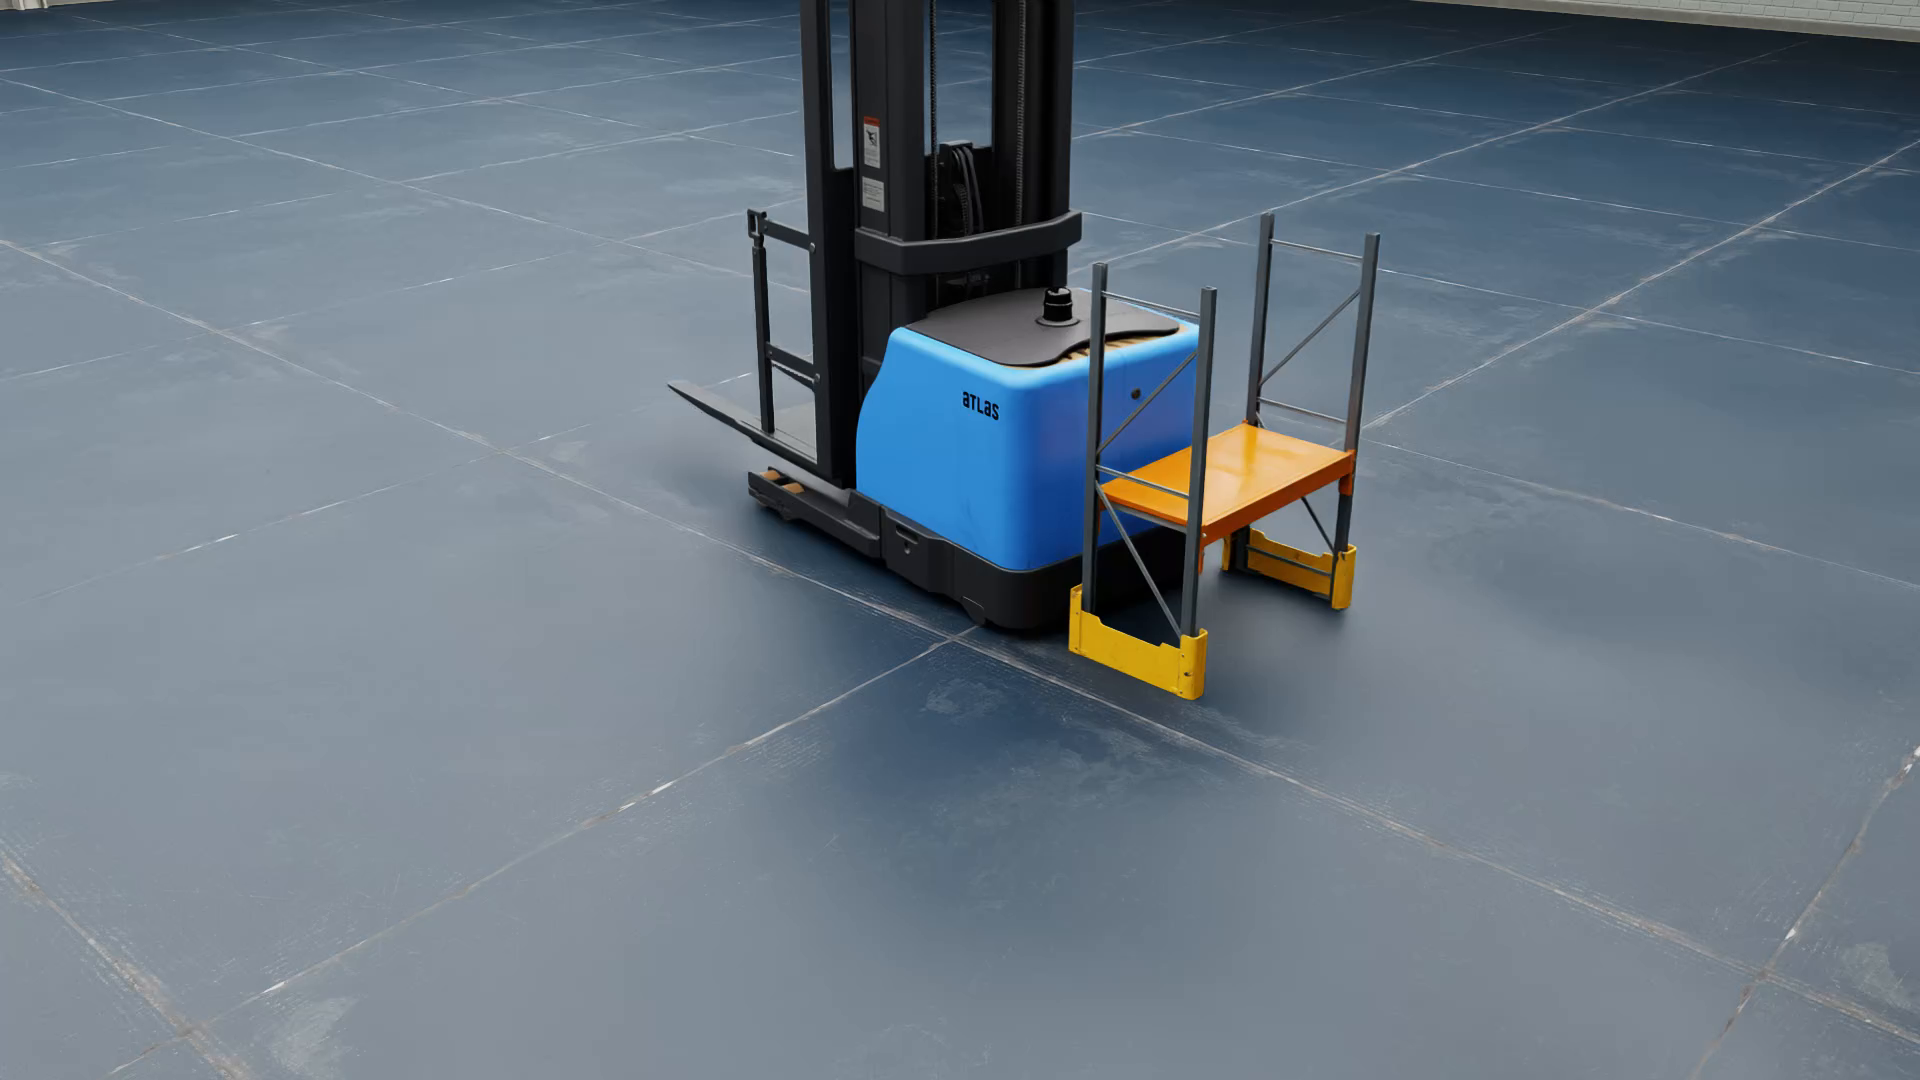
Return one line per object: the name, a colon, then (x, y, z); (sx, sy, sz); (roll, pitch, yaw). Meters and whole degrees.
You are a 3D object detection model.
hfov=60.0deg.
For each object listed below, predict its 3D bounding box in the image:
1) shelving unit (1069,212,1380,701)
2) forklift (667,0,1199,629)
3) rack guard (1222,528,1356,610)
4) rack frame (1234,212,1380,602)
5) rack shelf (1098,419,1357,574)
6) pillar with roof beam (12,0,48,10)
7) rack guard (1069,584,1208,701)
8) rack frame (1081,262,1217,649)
shelving unit: (0.990, -0.348, 6.192); (0.587, 1.500, 1.083); (21, 32, 39)
forklift: (-0.307, -1.535, 7.091); (1.130, 2.935, 3.031); (-18, 30, -34)
rack guard: (1.332, 0.075, 6.778); (0.587, 0.250, 0.087); (21, 32, 39)
rack frame: (1.346, -0.501, 6.535); (0.500, 1.500, 0.032); (21, 32, 39)
rack shelf: (0.996, -0.186, 6.272); (0.538, 0.185, 1.000); (21, 32, 39)
pillar with roof beam: (-10.928, -11.017, 20.822); (9.100, 9.000, 0.400); (20, 31, 38)
rack guard: (0.647, 0.370, 6.118); (0.587, 0.250, 0.087); (21, 32, 39)
rack frame: (0.646, -0.199, 5.862); (0.500, 1.500, 0.032); (21, 32, 39)
